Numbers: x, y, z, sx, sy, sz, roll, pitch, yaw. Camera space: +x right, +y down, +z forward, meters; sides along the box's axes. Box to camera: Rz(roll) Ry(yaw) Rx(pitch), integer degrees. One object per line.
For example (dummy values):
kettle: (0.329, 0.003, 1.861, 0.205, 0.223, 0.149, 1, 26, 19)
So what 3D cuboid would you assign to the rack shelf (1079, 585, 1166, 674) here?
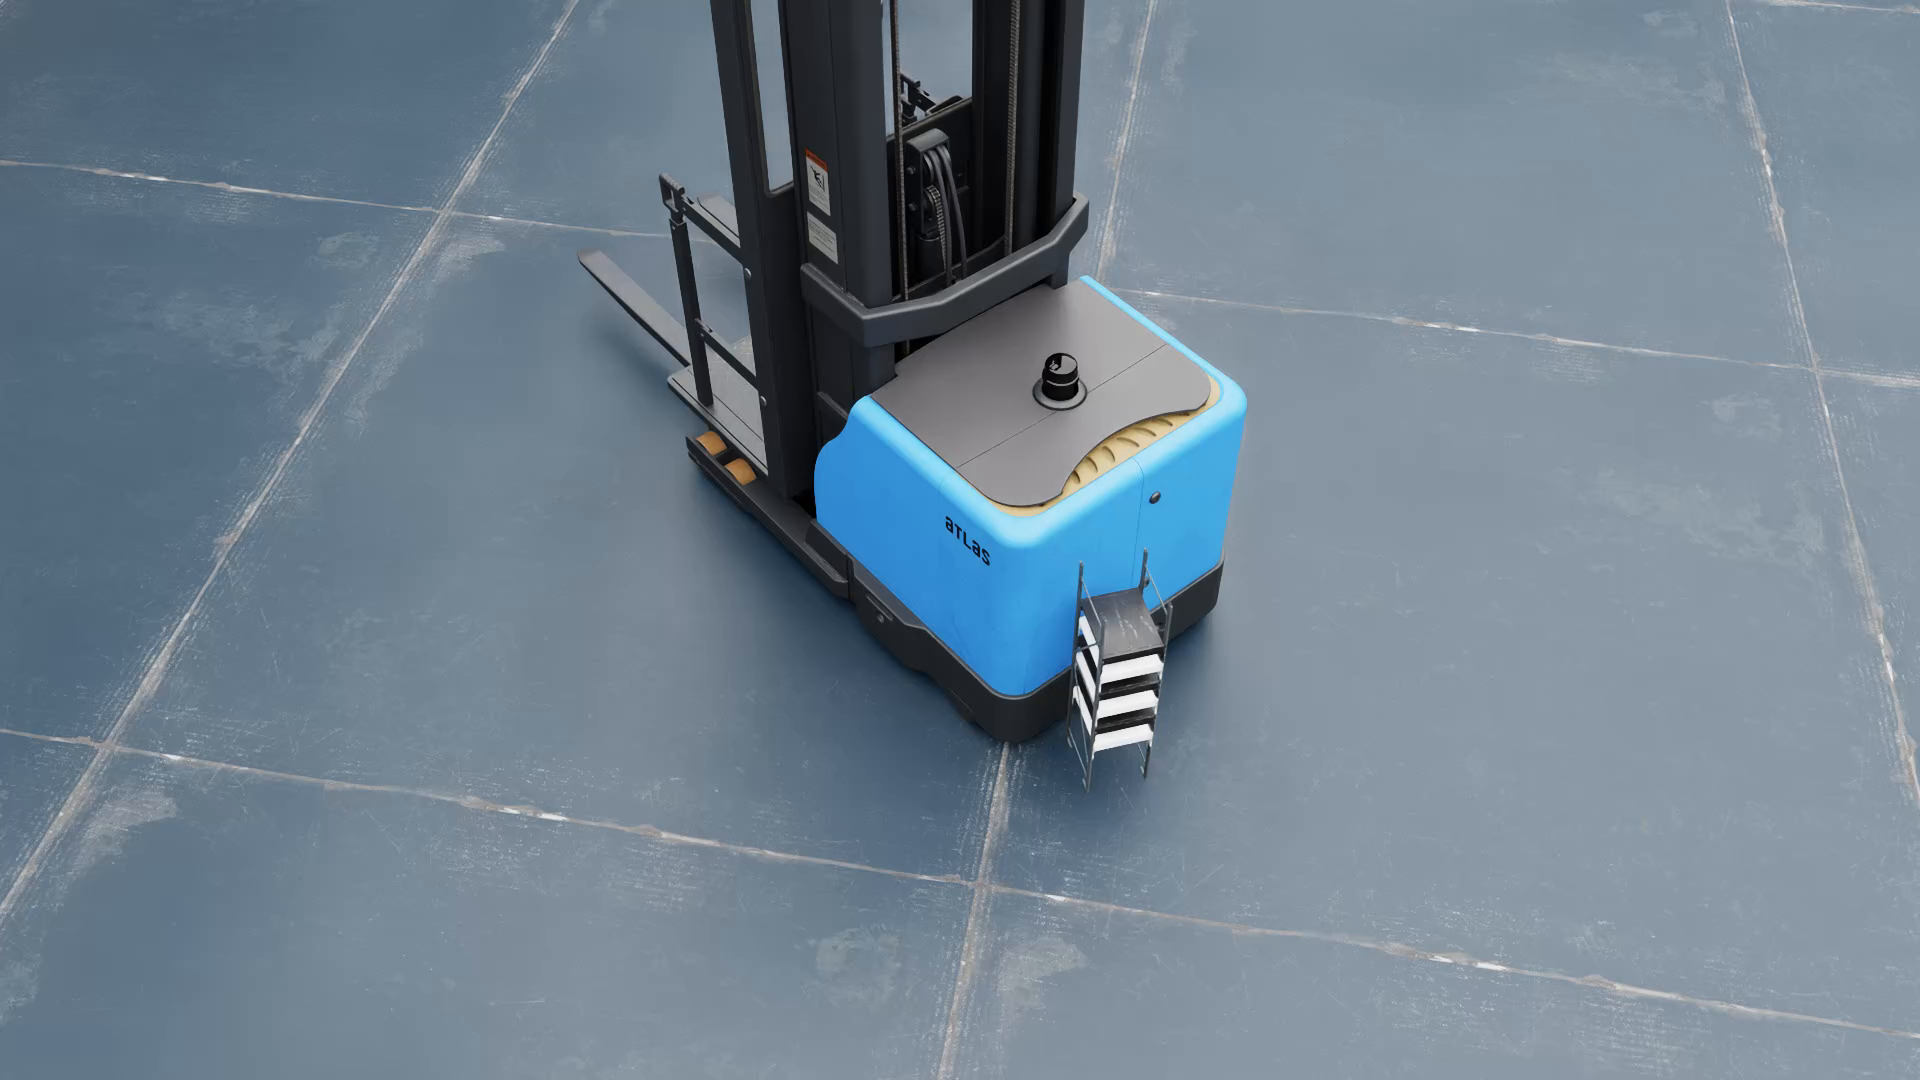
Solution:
rack shelf: (0.491, 0.272, 5.082, 0.200, 0.077, 0.258, -11, 49, -10)

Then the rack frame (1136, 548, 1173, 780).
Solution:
rack frame: (0.589, 0.411, 5.275, 0.006, 0.900, 0.240, -11, 49, -10)

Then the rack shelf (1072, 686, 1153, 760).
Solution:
rack shelf: (0.491, 0.573, 5.417, 0.200, 0.077, 0.258, -11, 49, -10)

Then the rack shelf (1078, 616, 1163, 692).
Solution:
rack shelf: (0.491, 0.333, 5.149, 0.200, 0.077, 0.258, -11, 49, -10)

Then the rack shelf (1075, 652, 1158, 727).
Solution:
rack shelf: (0.491, 0.453, 5.283, 0.200, 0.077, 0.258, -11, 49, -10)

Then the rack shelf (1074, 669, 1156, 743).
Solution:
rack shelf: (0.491, 0.513, 5.350, 0.200, 0.077, 0.258, -11, 49, -10)

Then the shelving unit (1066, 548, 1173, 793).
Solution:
shelving unit: (0.491, 0.431, 5.258, 0.210, 0.900, 0.258, -11, 49, -10)

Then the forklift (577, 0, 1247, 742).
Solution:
forklift: (-0.402, -1.341, 5.484, 1.130, 2.935, 3.031, -32, 55, -25)

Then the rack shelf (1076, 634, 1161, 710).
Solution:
rack shelf: (0.491, 0.393, 5.216, 0.200, 0.077, 0.258, -11, 49, -10)

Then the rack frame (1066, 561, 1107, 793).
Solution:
rack frame: (0.392, 0.450, 5.241, 0.006, 0.900, 0.240, -11, 49, -10)
